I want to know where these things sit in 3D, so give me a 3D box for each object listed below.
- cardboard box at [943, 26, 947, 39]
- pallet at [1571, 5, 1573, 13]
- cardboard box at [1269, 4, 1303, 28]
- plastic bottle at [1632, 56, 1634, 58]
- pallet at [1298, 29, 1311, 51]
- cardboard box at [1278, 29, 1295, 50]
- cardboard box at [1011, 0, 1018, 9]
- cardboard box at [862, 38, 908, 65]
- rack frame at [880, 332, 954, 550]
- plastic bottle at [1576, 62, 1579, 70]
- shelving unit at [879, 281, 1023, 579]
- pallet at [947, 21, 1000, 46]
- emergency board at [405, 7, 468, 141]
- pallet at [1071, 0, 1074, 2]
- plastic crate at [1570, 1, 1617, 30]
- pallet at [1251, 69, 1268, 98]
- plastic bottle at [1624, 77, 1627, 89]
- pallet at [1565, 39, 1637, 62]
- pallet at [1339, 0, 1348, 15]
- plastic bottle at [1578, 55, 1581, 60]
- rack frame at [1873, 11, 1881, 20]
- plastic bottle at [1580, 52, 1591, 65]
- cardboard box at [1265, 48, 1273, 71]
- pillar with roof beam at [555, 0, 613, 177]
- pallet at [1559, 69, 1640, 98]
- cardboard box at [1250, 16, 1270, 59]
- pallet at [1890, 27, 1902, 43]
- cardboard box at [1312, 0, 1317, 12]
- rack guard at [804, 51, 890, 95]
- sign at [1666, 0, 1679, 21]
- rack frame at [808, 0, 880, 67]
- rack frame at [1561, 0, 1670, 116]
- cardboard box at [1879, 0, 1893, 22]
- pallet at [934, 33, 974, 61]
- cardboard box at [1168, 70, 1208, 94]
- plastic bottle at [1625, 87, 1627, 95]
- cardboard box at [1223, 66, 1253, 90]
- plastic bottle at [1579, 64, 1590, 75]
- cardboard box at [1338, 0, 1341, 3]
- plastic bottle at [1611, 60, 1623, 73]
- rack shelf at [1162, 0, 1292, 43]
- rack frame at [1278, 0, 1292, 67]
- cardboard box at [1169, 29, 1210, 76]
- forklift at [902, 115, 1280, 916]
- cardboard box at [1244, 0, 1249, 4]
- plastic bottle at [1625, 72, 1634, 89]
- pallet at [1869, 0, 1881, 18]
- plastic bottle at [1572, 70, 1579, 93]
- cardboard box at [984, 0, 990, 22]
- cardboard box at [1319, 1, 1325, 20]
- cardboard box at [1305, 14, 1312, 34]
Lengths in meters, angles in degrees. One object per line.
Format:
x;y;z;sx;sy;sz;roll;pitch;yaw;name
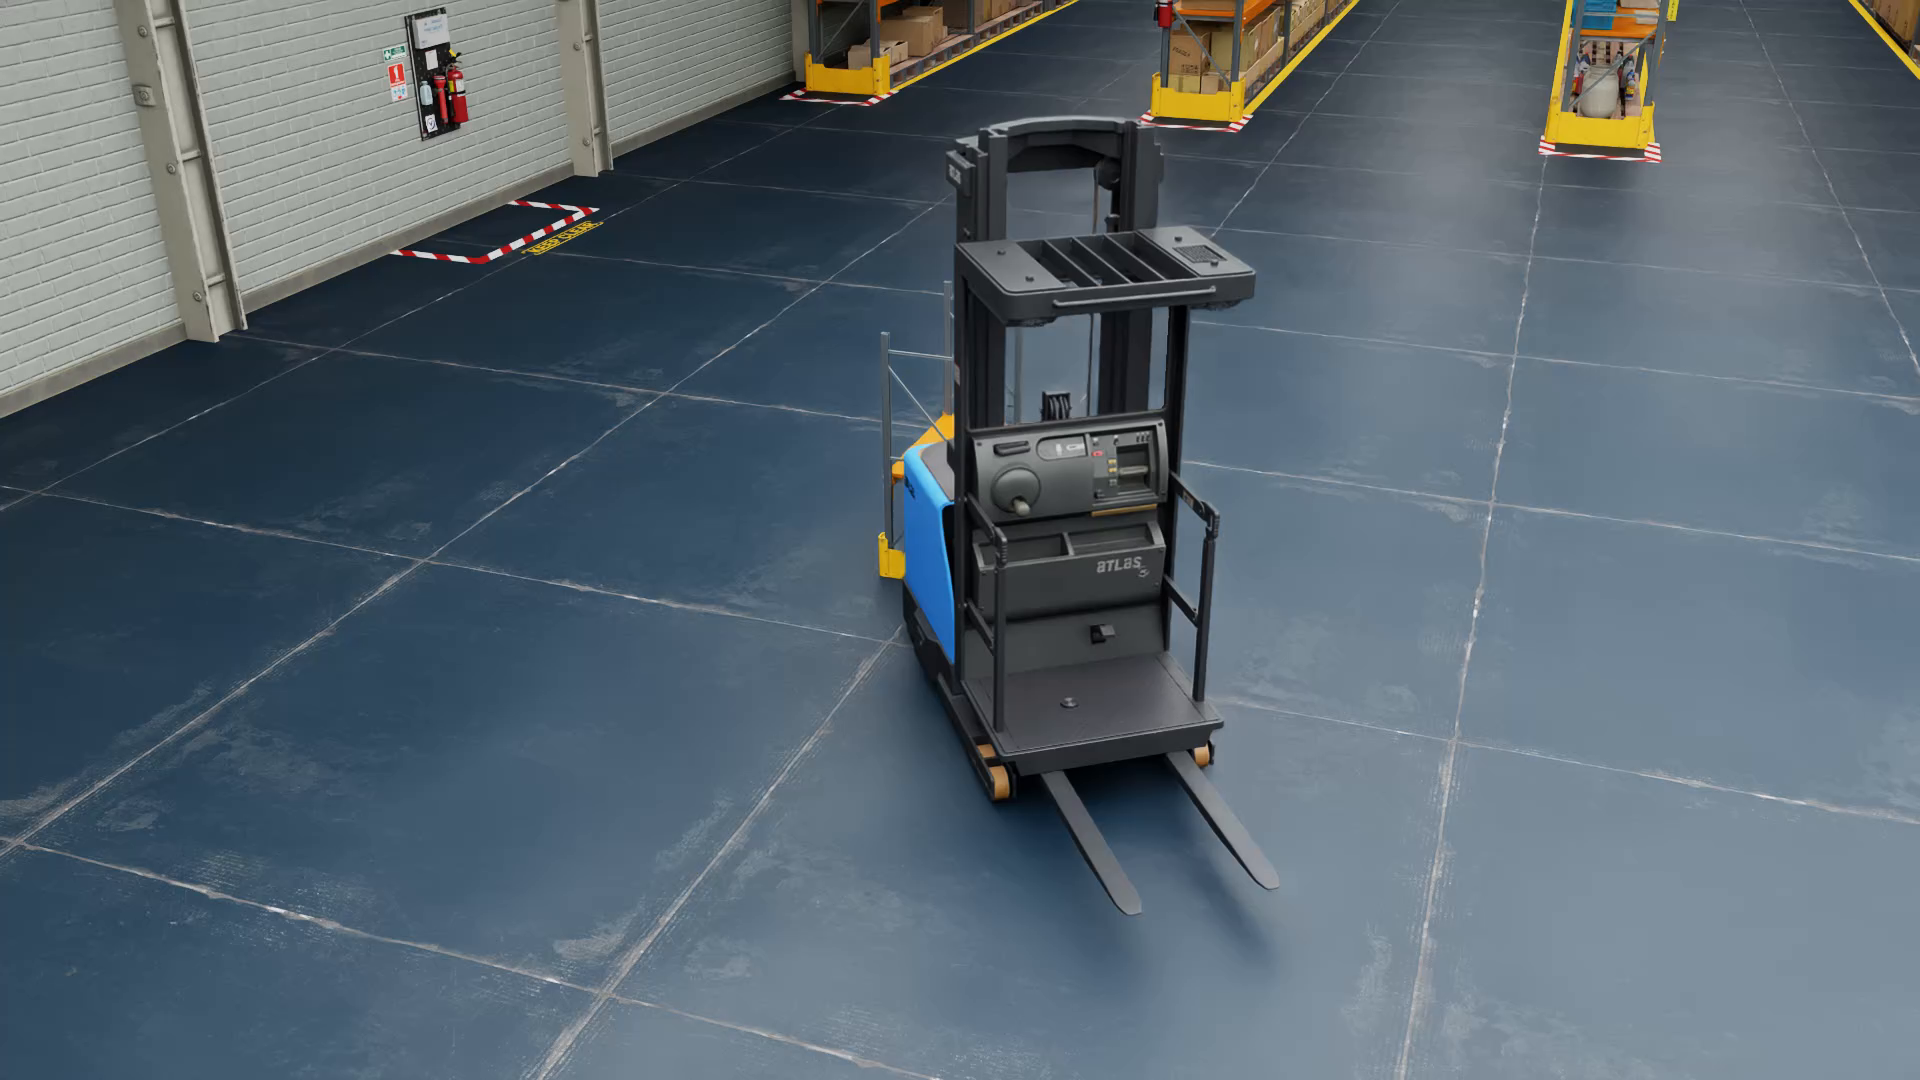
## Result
-0.409;-7.927;25.927;0.380;0.166;0.250;5;26;11;cardboard box
11.045;-9.010;28.617;1.003;0.211;1.213;9;27;17;pallet
4.957;-8.054;25.472;0.500;0.311;0.500;8;27;17;cardboard box
9.234;-6.522;22.890;0.061;0.283;0.133;10;28;20;plastic bottle
5.026;-8.068;26.671;1.003;0.211;1.213;9;27;17;pallet
4.781;-7.593;25.163;0.500;0.250;0.500;8;27;16;cardboard box
0.600;-9.447;28.683;0.700;0.500;0.500;9;27;17;cardboard box
-1.086;-7.078;24.007;0.500;0.311;0.500;11;28;22;cardboard box
-0.198;-0.431;9.419;0.500;1.500;0.032;9;27;17;rack frame
8.219;-6.274;22.300;0.144;0.351;0.185;9;27;17;plastic bottle
-0.025;-0.644;9.858;0.587;1.500;1.083;9;27;17;shelving unit
-0.002;-8.294;27.137;1.003;0.211;1.213;9;27;17;pallet
-5.028;-4.522;16.148;0.194;1.169;0.643;9;27;17;emergency board
1.813;-10.430;31.549;1.003;0.211;1.213;9;27;17;pallet
7.636;-6.330;20.053;0.499;0.251;0.616;9;27;17;plastic crate
3.705;-6.433;23.294;1.003;0.211;1.213;9;27;17;pallet
8.898;-6.094;22.100;0.097;0.201;0.097;0;26;0;plastic bottle
9.712;-7.368;25.226;1.003;0.211;1.213;9;27;17;pallet
6.436;-9.701;30.045;1.003;0.211;1.213;9;27;17;pallet
8.482;-6.560;22.977;0.152;0.276;0.135;10;27;19;plastic bottle
16.416;-10.361;28.207;1.000;3.000;0.127;9;27;17;rack frame
8.559;-6.505;22.778;0.144;0.351;0.185;9;27;17;plastic bottle
4.137;-6.829;23.586;0.500;0.250;0.500;9;27;17;cardboard box
-0.110;-7.608;15.637;9.100;9.000;0.400;9;27;17;pillar with roof beam
8.820;-6.267;22.951;1.003;0.211;1.213;9;27;17;pallet
3.972;-6.961;22.998;0.500;0.500;0.500;9;27;17;cardboard box
15.826;-8.275;27.099;1.003;0.211;1.213;9;27;17;pallet
5.465;-8.687;26.779;0.500;0.311;0.500;9;27;17;cardboard box
-1.565;-6.491;23.082;1.175;0.500;0.348;9;27;17;rack guard
8.269;-6.191;19.277;0.100;0.325;0.005;9;27;17;sign
-1.591;-7.585;22.473;1.000;3.000;0.127;9;27;17;rack frame
7.752;-6.148;19.506;1.000;3.000;0.127;9;27;17;rack frame
15.925;-8.961;27.271;1.225;0.875;0.875;8;27;16;cardboard box
-0.450;-7.692;25.895;1.003;0.211;1.213;9;27;17;pallet
2.982;-6.083;22.044;0.500;0.250;0.500;9;27;17;cardboard box
8.684;-5.829;21.553;0.097;0.201;0.097;0;26;0;plastic bottle
3.633;-6.213;22.314;0.500;0.250;0.500;9;27;17;cardboard box
8.367;-6.229;22.294;0.152;0.276;0.135;9;27;17;plastic bottle
6.506;-9.795;29.402;0.500;0.500;0.500;8;27;17;cardboard box
8.929;-6.390;22.626;0.152;0.276;0.135;9;27;17;plastic bottle
3.748;-7.366;22.847;1.077;0.370;4.000;9;27;17;rack shelf
4.413;-8.512;24.388;1.000;3.000;0.127;9;27;17;rack frame
2.980;-6.420;21.881;0.500;0.500;0.500;9;27;17;cardboard box
0.578;-0.294;7.494;1.130;2.935;3.031;-7;27;-14;forklift
3.420;-7.319;21.810;0.700;0.500;0.500;9;27;19;cardboard box
8.796;-6.000;21.826;0.097;0.271;0.097;0;26;0;plastic bottle
16.743;-9.407;29.437;1.003;0.211;1.213;9;27;17;pallet
8.059;-6.038;21.899;0.152;0.276;0.135;9;27;18;plastic bottle
0.094;-8.826;27.400;0.700;0.500;0.500;8;27;16;cardboard box
5.799;-8.855;27.771;0.500;0.250;0.500;9;27;19;cardboard box
5.292;-8.225;26.469;0.500;0.250;0.500;9;27;18;cardboard box
